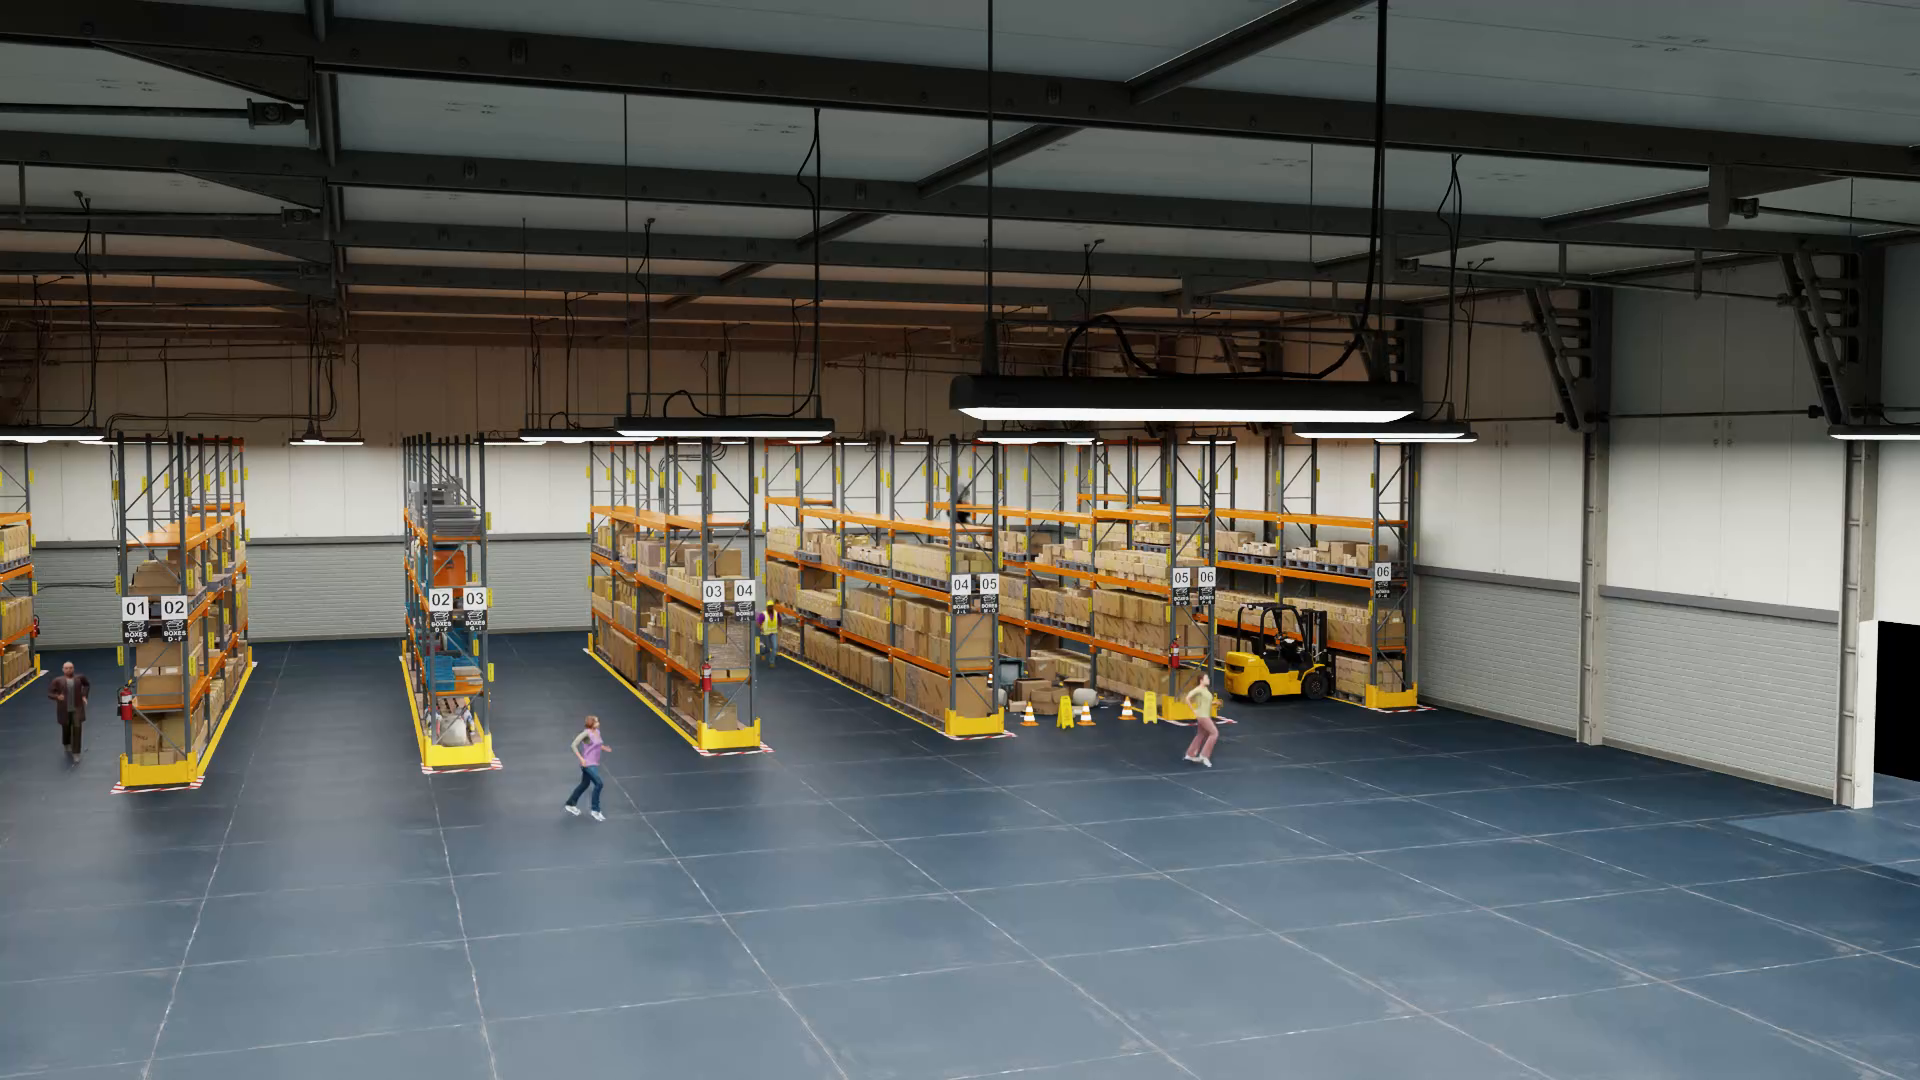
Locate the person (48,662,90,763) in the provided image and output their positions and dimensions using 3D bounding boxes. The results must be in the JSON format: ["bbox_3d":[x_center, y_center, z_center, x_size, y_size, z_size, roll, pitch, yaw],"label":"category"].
[{"bbox_3d":[-16.325,3.131,30.496,0.704,1.798,1.049,-2,4,-32],"label":"person"}]

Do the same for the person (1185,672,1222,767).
[{"bbox_3d":[4.381,3.226,29.955,0.698,1.696,0.548,1,3,23],"label":"person"}]

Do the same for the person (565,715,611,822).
[{"bbox_3d":[-5.737,3.500,25.624,0.728,1.635,0.530,0,3,7],"label":"person"}]

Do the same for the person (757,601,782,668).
[{"bbox_3d":[-4.993,2.449,43.569,0.690,1.738,0.822,-1,3,-24],"label":"person"}]

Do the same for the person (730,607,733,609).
[{"bbox_3d":[-6.813,2.195,48.094,0.731,1.713,0.840,2,4,34],"label":"person"}]
